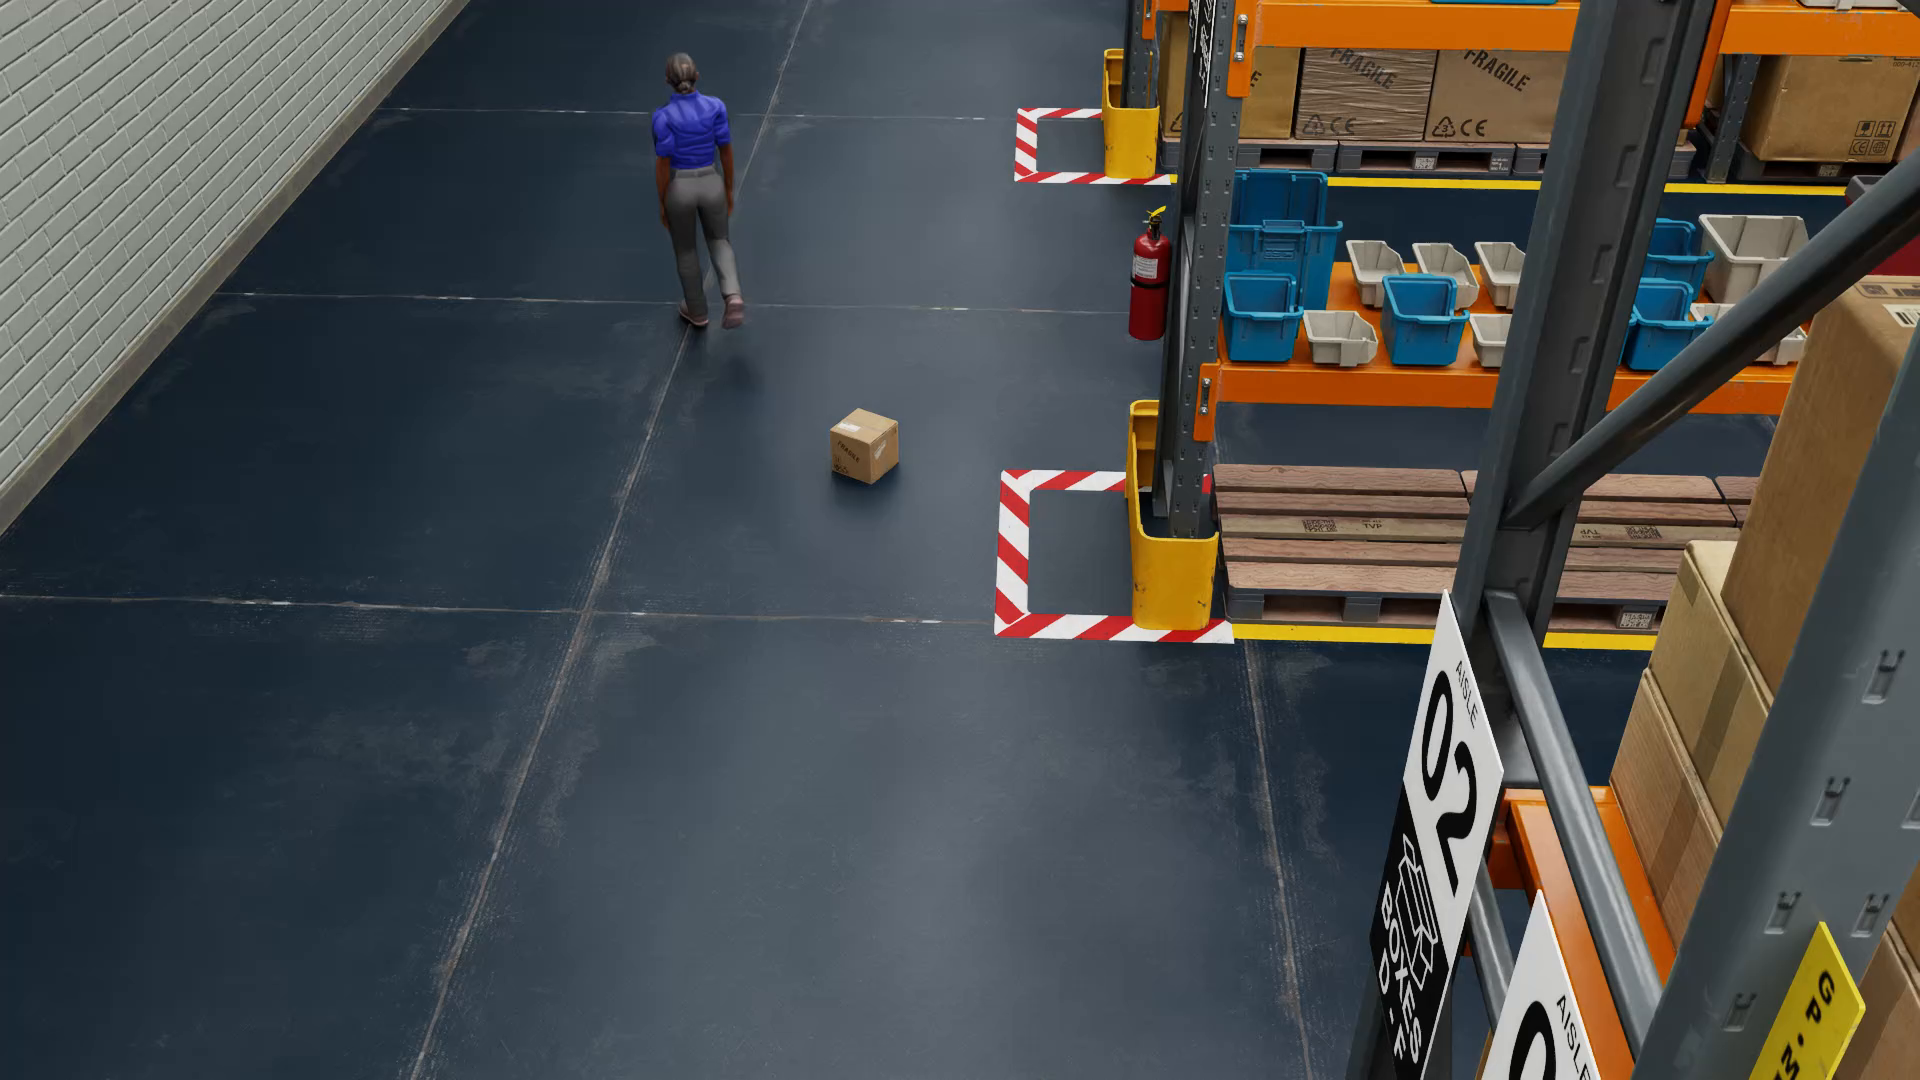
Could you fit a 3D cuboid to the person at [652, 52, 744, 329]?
[{"bbox_3d":[-1.458,-1.914,9.263,0.447,1.638,0.605,-16,39,-20],"label":"person"}]
